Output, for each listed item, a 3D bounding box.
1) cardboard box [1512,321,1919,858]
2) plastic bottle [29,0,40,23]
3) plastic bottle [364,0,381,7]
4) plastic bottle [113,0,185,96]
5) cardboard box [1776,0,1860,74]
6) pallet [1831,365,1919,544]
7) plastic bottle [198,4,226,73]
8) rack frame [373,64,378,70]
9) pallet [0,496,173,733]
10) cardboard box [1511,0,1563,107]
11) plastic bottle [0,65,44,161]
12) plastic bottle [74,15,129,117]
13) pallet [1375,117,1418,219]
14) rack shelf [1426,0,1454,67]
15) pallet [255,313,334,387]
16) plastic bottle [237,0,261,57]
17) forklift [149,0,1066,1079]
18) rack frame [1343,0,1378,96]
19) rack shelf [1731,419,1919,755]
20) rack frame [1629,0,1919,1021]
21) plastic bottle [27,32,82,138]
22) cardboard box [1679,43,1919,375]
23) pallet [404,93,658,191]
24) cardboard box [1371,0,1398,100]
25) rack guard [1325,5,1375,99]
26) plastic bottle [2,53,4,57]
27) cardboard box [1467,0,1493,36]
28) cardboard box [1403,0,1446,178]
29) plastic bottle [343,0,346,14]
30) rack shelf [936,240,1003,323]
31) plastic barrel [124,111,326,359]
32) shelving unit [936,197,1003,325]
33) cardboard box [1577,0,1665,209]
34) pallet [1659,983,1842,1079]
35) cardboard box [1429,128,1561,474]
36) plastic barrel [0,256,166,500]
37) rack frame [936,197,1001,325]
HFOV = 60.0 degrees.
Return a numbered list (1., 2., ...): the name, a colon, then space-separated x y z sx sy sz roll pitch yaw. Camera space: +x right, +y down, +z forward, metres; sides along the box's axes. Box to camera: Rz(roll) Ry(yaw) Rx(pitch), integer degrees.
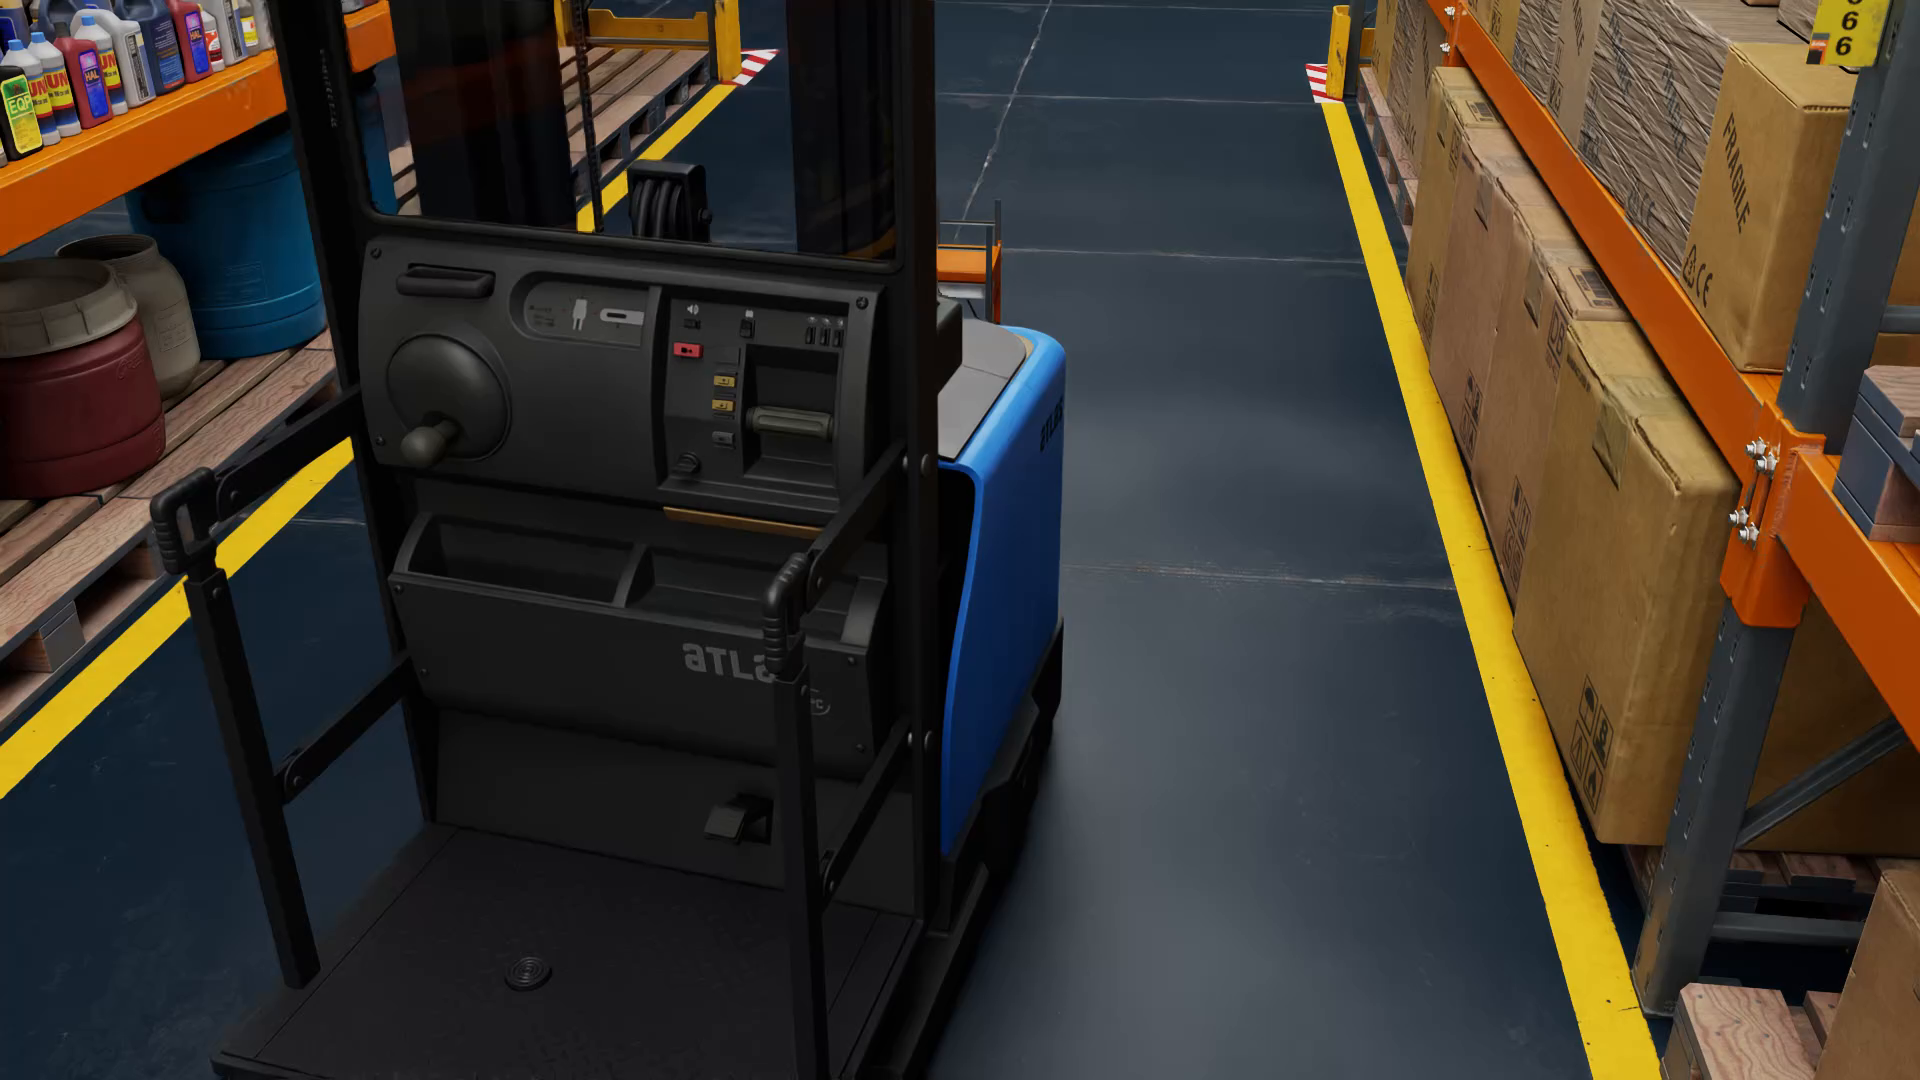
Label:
1. cardboard box: 2.016 0.090 3.717 1.225 0.875 0.875 2 28 4
2. plastic bottle: -2.966 -1.681 5.416 0.097 0.201 0.097 0 28 0
3. plastic bottle: -2.226 -2.140 6.183 0.061 0.283 0.133 3 28 6
4. plastic bottle: -2.438 -1.515 4.952 0.144 0.351 0.185 3 28 6
5. cardboard box: 2.016 -1.165 3.088 0.797 0.503 0.637 4 29 8
6. pallet: 1.929 0.089 2.124 1.213 0.211 1.003 3 28 6
7. plastic bottle: -2.381 -1.578 5.225 0.097 0.201 0.097 0 28 0
8. rack frame: -2.515 -2.507 6.741 1.000 3.000 0.127 3 28 6
9. pallet: -2.950 0.230 4.601 1.003 0.211 1.213 3 28 6
10. cardboard box: 1.974 -1.589 4.932 0.500 0.500 0.500 3 28 5
11. plastic bottle: -2.485 -1.145 4.335 0.061 0.283 0.133 3 28 6
12. plastic bottle: -2.448 -1.349 4.728 0.097 0.271 0.097 0 28 0
13. pallet: 2.718 -1.921 8.593 1.003 0.211 1.213 3 28 6
14. rack shelf: 2.646 -2.844 8.125 1.077 0.370 4.000 3 28 6
15. pallet: -2.651 -0.919 6.733 1.003 0.211 1.213 3 28 6
16. plastic bottle: -2.353 -1.687 5.428 0.097 0.201 0.097 0 28 0
17. forklift: -0.642 -0.233 2.592 1.130 2.935 3.031 8 29 14
18. rack frame: 2.891 -4.102 9.702 1.000 3.000 0.127 3 28 6
19. rack shelf: 1.665 0.922 1.135 1.077 0.370 4.000 3 28 6
20. rack frame: 1.910 -0.337 2.712 1.000 3.000 0.127 3 28 6
21. plastic bottle: -2.477 -1.241 4.526 0.097 0.271 0.097 0 28 0
22. cardboard box: 1.725 -0.627 3.146 0.500 0.500 0.500 4 29 8
23. pallet: -2.316 -2.204 9.118 1.003 0.211 1.213 3 28 6
24. cardboard box: 2.892 -3.046 9.539 0.875 0.875 0.875 3 28 6
25. rack guard: 2.894 -3.013 10.316 1.175 0.500 0.348 3 28 6
26. plastic bottle: -3.133 -1.657 5.299 0.097 0.271 0.097 0 28 0
27. cardboard box: 2.096 -2.062 5.808 0.500 0.500 0.500 3 29 6
28. cardboard box: 2.671 -2.199 7.966 0.875 0.875 0.875 3 28 6
29. plastic bottle: -2.303 -2.034 5.915 0.144 0.351 0.185 3 28 6
30. rack shelf: 0.007 -0.728 4.918 0.215 0.259 0.240 3 28 6
31. plastic barrel: -2.685 -1.180 6.047 0.600 0.901 0.708 3 28 6
32. shelving unit: 0.007 -0.487 5.048 0.215 1.050 0.252 3 28 6
33. cardboard box: 1.852 -1.106 4.035 0.500 0.500 0.500 2 28 5
34. pallet: 1.813 1.259 2.691 1.003 0.211 1.213 3 28 6
35. cardboard box: 2.233 -0.746 5.269 1.225 0.875 0.875 2 28 4
36. plastic barrel: -2.824 -0.511 5.135 0.600 0.588 0.708 3 28 6
37. rack frame: 0.022 -0.545 5.154 0.200 1.050 0.008 3 28 6
